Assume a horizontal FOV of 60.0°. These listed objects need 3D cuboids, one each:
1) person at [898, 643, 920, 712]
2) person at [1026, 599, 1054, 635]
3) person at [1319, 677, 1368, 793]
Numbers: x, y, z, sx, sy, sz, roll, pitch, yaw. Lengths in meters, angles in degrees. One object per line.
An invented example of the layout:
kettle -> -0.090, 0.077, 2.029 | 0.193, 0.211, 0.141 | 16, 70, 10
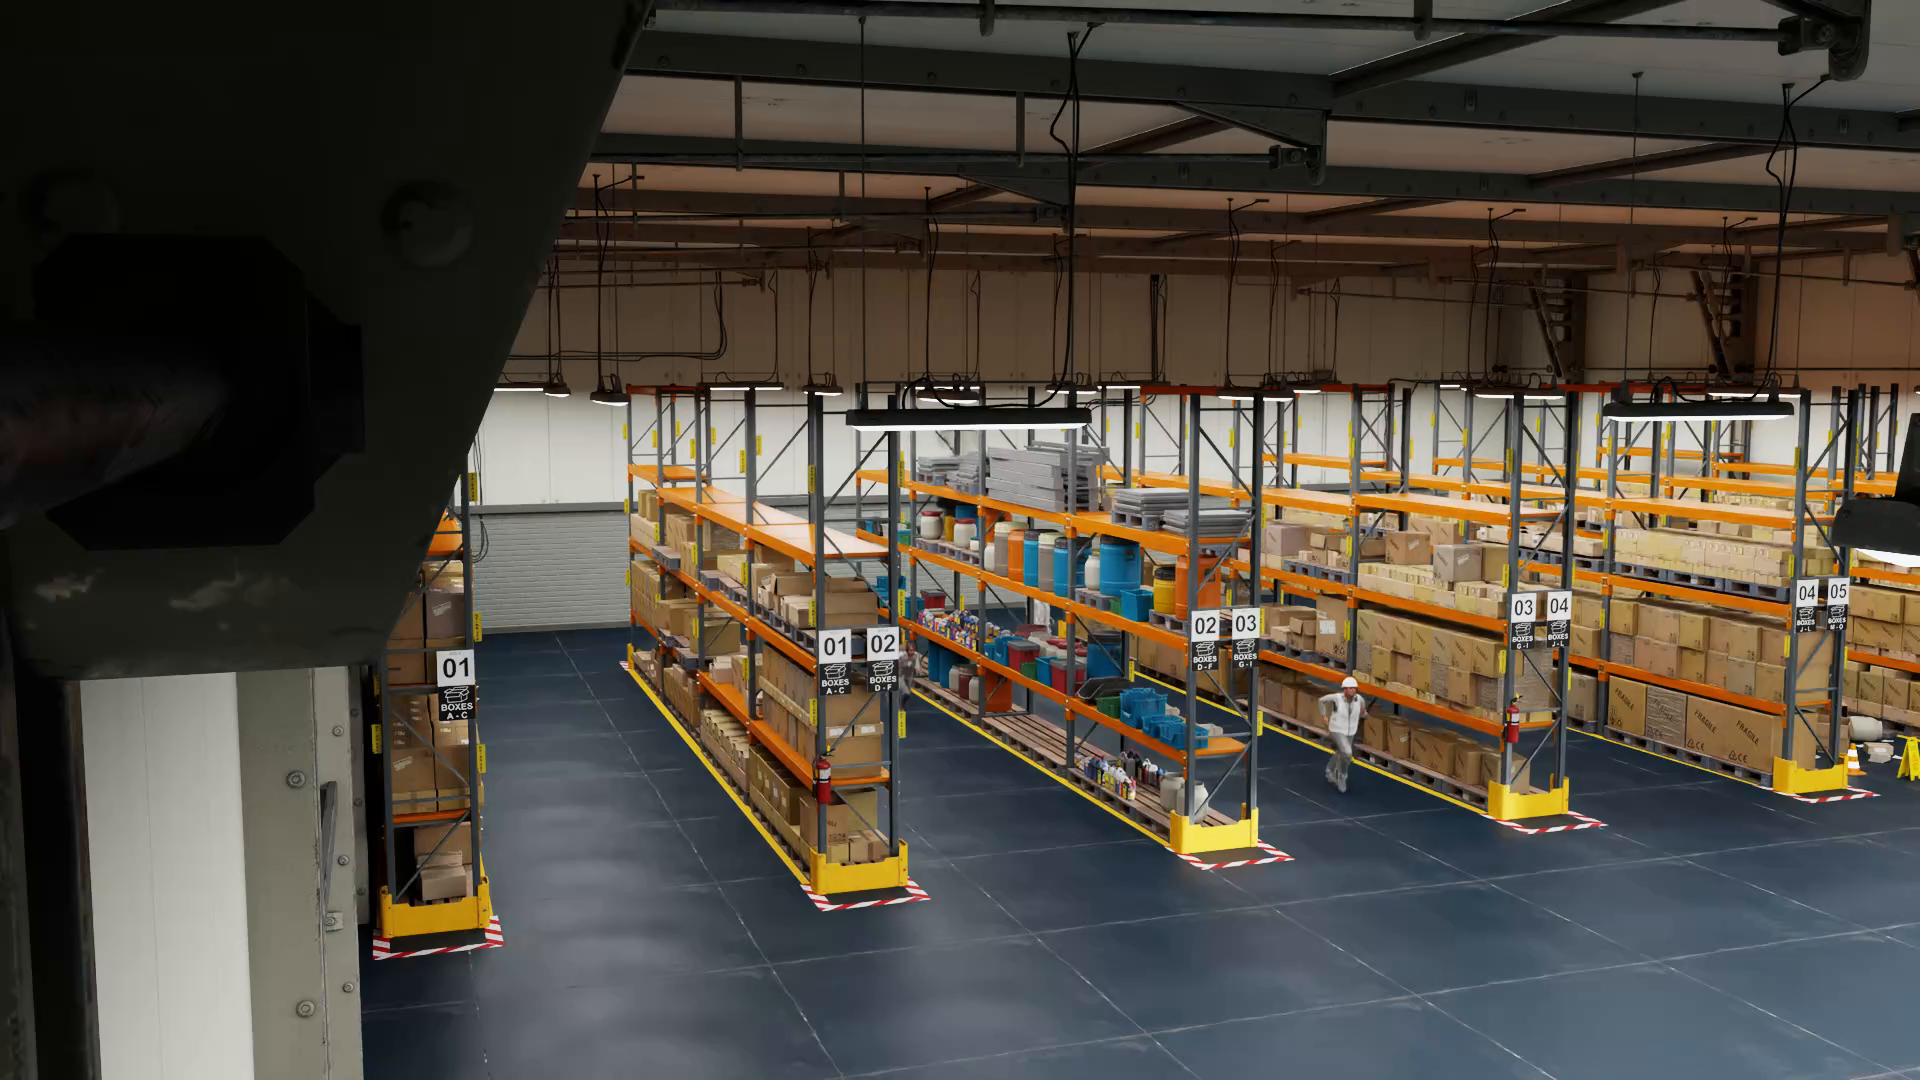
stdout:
person -> -1.031, 2.519, 29.899 | 0.569, 1.435, 0.869 | -3, 7, -27
person -> 1.698, 1.837, 35.094 | 0.657, 1.771, 0.863 | -4, 7, -31
person -> 5.742, 2.889, 24.970 | 0.647, 1.743, 0.924 | -2, 6, -20
